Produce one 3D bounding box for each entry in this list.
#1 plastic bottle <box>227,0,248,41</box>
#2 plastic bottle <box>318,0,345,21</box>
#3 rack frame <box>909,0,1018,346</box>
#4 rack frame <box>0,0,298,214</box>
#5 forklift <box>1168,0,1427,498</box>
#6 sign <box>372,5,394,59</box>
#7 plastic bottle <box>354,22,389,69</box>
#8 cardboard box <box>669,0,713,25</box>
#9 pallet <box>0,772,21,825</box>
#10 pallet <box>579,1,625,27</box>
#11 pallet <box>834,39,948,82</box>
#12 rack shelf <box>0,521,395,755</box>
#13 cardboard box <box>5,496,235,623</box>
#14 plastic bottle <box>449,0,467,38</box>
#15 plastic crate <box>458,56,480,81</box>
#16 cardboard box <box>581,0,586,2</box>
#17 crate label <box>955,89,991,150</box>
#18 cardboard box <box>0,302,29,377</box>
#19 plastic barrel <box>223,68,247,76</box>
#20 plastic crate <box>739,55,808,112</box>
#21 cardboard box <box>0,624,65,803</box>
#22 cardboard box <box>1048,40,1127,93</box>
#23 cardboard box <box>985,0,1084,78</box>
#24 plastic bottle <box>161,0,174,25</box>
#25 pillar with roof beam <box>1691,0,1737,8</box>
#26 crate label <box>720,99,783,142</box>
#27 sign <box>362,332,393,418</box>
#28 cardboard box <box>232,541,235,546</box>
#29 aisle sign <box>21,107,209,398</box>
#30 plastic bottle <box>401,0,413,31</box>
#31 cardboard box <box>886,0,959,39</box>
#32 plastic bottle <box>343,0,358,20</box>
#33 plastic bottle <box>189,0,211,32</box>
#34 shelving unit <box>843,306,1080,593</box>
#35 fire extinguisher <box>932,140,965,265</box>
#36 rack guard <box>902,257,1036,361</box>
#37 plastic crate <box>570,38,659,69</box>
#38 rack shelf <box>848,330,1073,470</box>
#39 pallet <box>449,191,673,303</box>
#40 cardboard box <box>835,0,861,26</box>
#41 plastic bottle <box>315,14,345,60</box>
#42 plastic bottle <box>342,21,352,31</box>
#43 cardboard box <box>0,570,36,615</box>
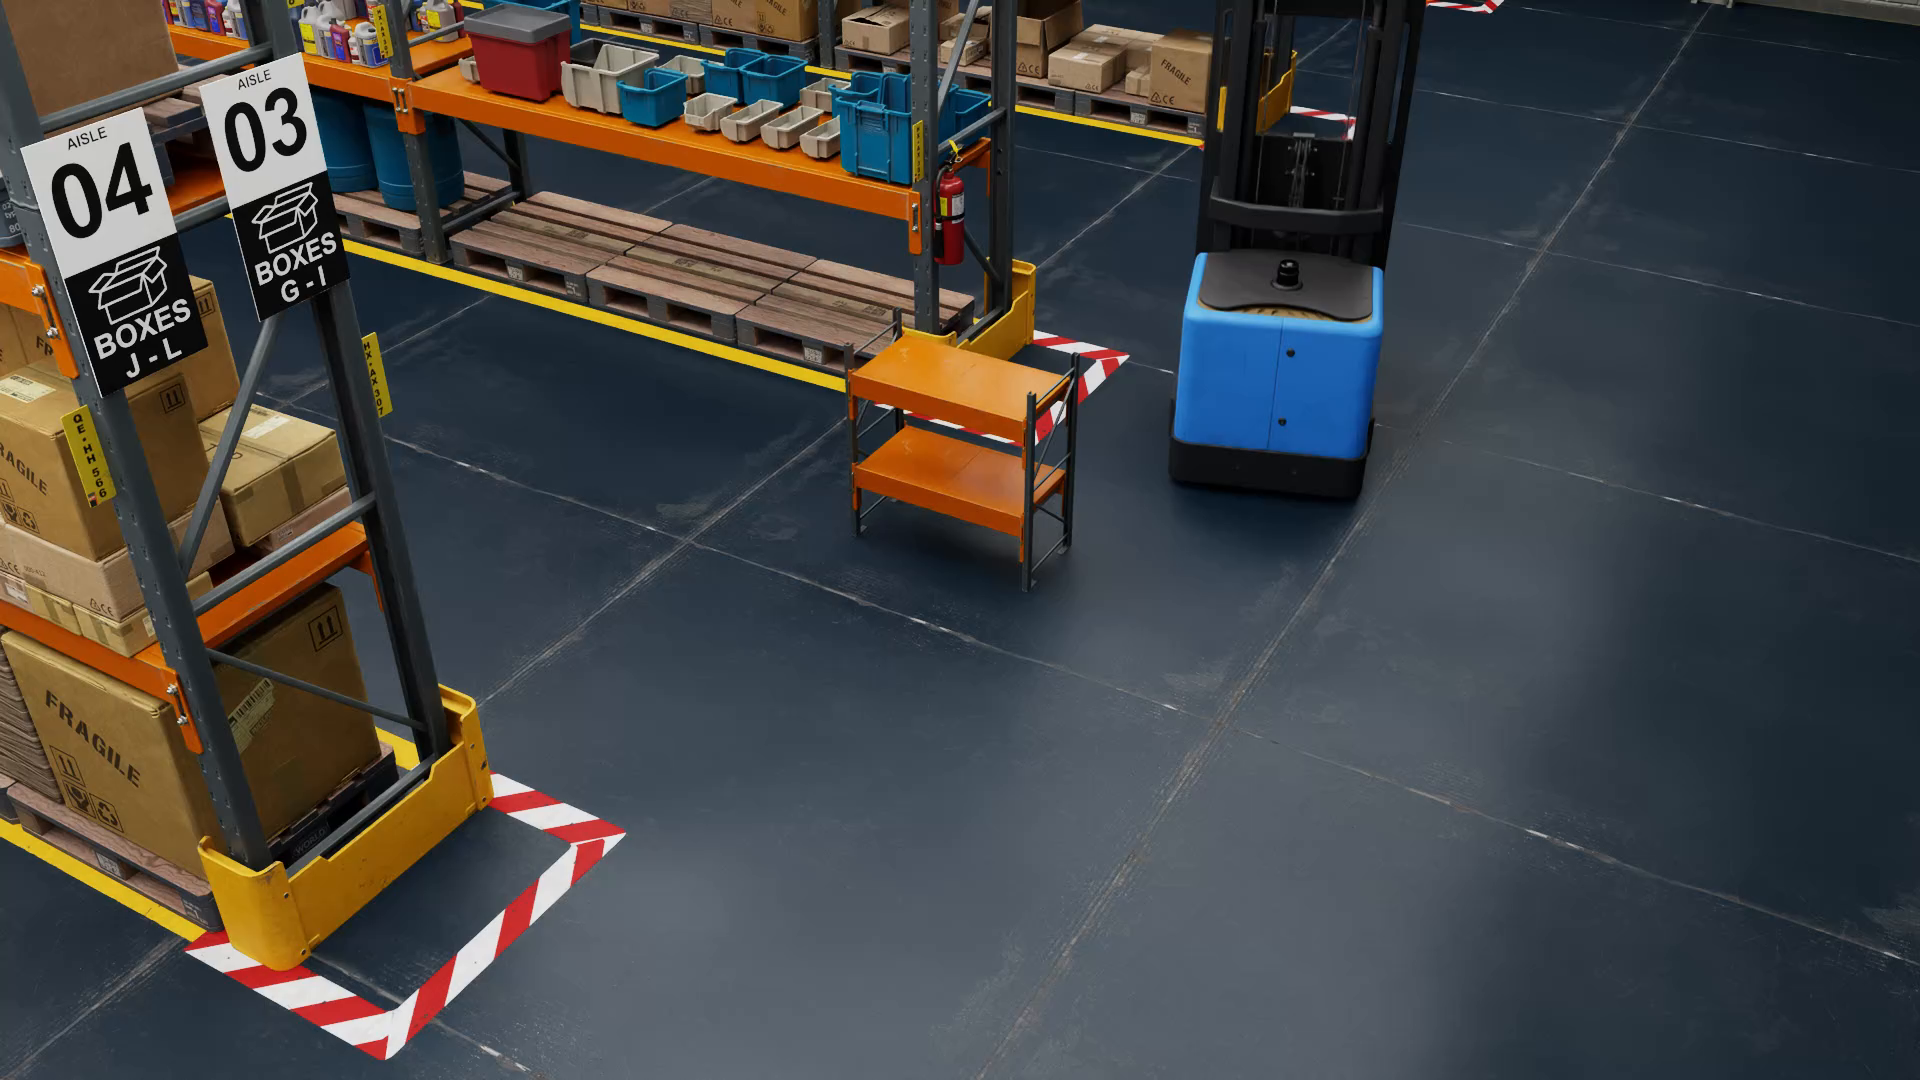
[{"bbox_3d":[-5.017,-3.661,11.654,0.135,0.276,0.152,18,37,24],"label":"plastic bottle"},{"bbox_3d":[-4.330,-3.564,11.441,0.185,0.351,0.144,18,37,24],"label":"plastic bottle"},{"bbox_3d":[0.031,-2.320,9.528,0.127,3.000,1.000,18,37,24],"label":"rack frame"},{"bbox_3d":[-2.426,-2.434,4.286,0.127,3.000,1.000,18,37,24],"label":"rack frame"},{"bbox_3d":[1.957,-2.255,9.492,1.130,2.935,3.031,7,34,10],"label":"forklift"},{"bbox_3d":[-3.716,-3.271,10.706,0.005,0.325,0.100,18,37,24],"label":"sign"},{"bbox_3d":[-3.944,-3.321,11.143,0.135,0.276,0.152,18,37,24],"label":"plastic bottle"},{"bbox_3d":[-2.411,-5.221,15.743,0.500,0.500,0.500,18,38,25],"label":"cardboard box"},{"bbox_3d":[-4.214,0.706,7.500,1.213,0.211,1.003,18,37,24],"label":"pallet"},{"bbox_3d":[-3.824,-5.519,16.847,1.213,0.211,1.003,18,37,24],"label":"pallet"},{"bbox_3d":[-0.385,-4.453,15.246,1.213,0.211,1.003,18,37,24],"label":"pallet"},{"bbox_3d":[-4.163,-0.187,6.974,4.000,0.370,1.077,18,37,24],"label":"rack shelf"},{"bbox_3d":[-2.979,-0.004,5.916,0.500,0.250,0.500,17,37,24],"label":"cardboard box"},{"bbox_3d":[-3.548,-3.678,11.672,0.133,0.283,0.061,18,37,24],"label":"plastic bottle"},{"bbox_3d":[-3.108,-3.139,10.941,0.243,0.136,0.396,18,37,24],"label":"plastic crate"},{"bbox_3d":[-3.743,-5.641,16.374,0.500,0.500,0.500,16,37,23],"label":"cardboard box"},{"bbox_3d":[-0.020,-2.502,9.897,0.303,0.233,0.416,18,37,24],"label":"crate label"},{"bbox_3d":[-3.596,-0.849,6.509,0.500,0.500,0.500,17,37,23],"label":"cardboard box"},{"bbox_3d":[-5.501,-3.254,12.728,0.708,0.588,0.600,18,37,24],"label":"plastic barrel"},{"bbox_3d":[-1.163,-2.864,10.441,0.300,0.233,0.416,18,37,24],"label":"plastic crate"},{"bbox_3d":[-3.812,0.385,7.003,0.875,0.875,0.875,18,37,24],"label":"cardboard box"},{"bbox_3d":[1.088,-4.048,14.206,0.500,0.250,0.500,18,37,24],"label":"cardboard box"},{"bbox_3d":[0.653,-4.433,14.556,0.637,0.503,0.797,18,37,24],"label":"cardboard box"},{"bbox_3d":[-5.718,-3.857,11.942,0.133,0.283,0.061,18,37,24],"label":"plastic bottle"},{"bbox_3d":[5.584,-7.187,11.423,0.400,9.000,9.100,18,37,24],"label":"pillar with roof beam"},{"bbox_3d":[-1.265,-2.524,10.018,0.243,0.136,0.396,18,37,24],"label":"crate label"},{"bbox_3d":[-2.146,-0.595,6.085,0.005,0.325,0.100,18,37,24],"label":"sign"},{"bbox_3d":[-2.794,-0.158,6.508,0.250,0.149,0.380,17,37,24],"label":"cardboard box"},{"bbox_3d":[-2.512,-0.854,4.981,0.004,0.787,0.394,18,37,24],"label":"aisle sign"},{"bbox_3d":[-3.972,-3.780,11.832,0.135,0.276,0.152,18,37,24],"label":"plastic bottle"},{"bbox_3d":[-0.345,-4.925,15.298,0.500,0.500,0.500,18,37,24],"label":"cardboard box"},{"bbox_3d":[-4.458,-3.934,12.063,0.135,0.276,0.152,18,37,24],"label":"plastic bottle"},{"bbox_3d":[-5.358,-3.798,11.791,0.185,0.351,0.144,18,37,24],"label":"plastic bottle"},{"bbox_3d":[0.006,-0.466,8.435,1.048,1.125,0.538,18,37,24],"label":"shelving unit"},{"bbox_3d":[-0.063,-1.872,9.262,0.183,0.674,0.296,18,37,24],"label":"fire extinguisher"},{"bbox_3d":[0.059,-1.279,10.220,0.348,0.500,1.175,18,37,24],"label":"rack guard"},{"bbox_3d":[-2.336,-3.152,10.971,0.590,0.125,0.437,18,37,24],"label":"plastic crate"},{"bbox_3d":[0.006,-0.710,8.273,1.000,0.278,0.538,18,37,24],"label":"rack shelf"},{"bbox_3d":[-2.784,-2.076,11.677,1.213,0.211,1.003,18,37,24],"label":"pallet"},{"bbox_3d":[-1.279,-5.196,15.704,0.500,0.500,0.500,16,37,22],"label":"cardboard box"},{"bbox_3d":[-4.261,-3.422,11.294,0.135,0.276,0.152,18,37,24],"label":"plastic bottle"},{"bbox_3d":[-4.215,-3.456,11.413,0.097,0.201,0.097,0,34,0],"label":"plastic bottle"},{"bbox_3d":[-3.344,0.088,6.138,0.250,0.149,0.380,18,38,25],"label":"cardboard box"}]
